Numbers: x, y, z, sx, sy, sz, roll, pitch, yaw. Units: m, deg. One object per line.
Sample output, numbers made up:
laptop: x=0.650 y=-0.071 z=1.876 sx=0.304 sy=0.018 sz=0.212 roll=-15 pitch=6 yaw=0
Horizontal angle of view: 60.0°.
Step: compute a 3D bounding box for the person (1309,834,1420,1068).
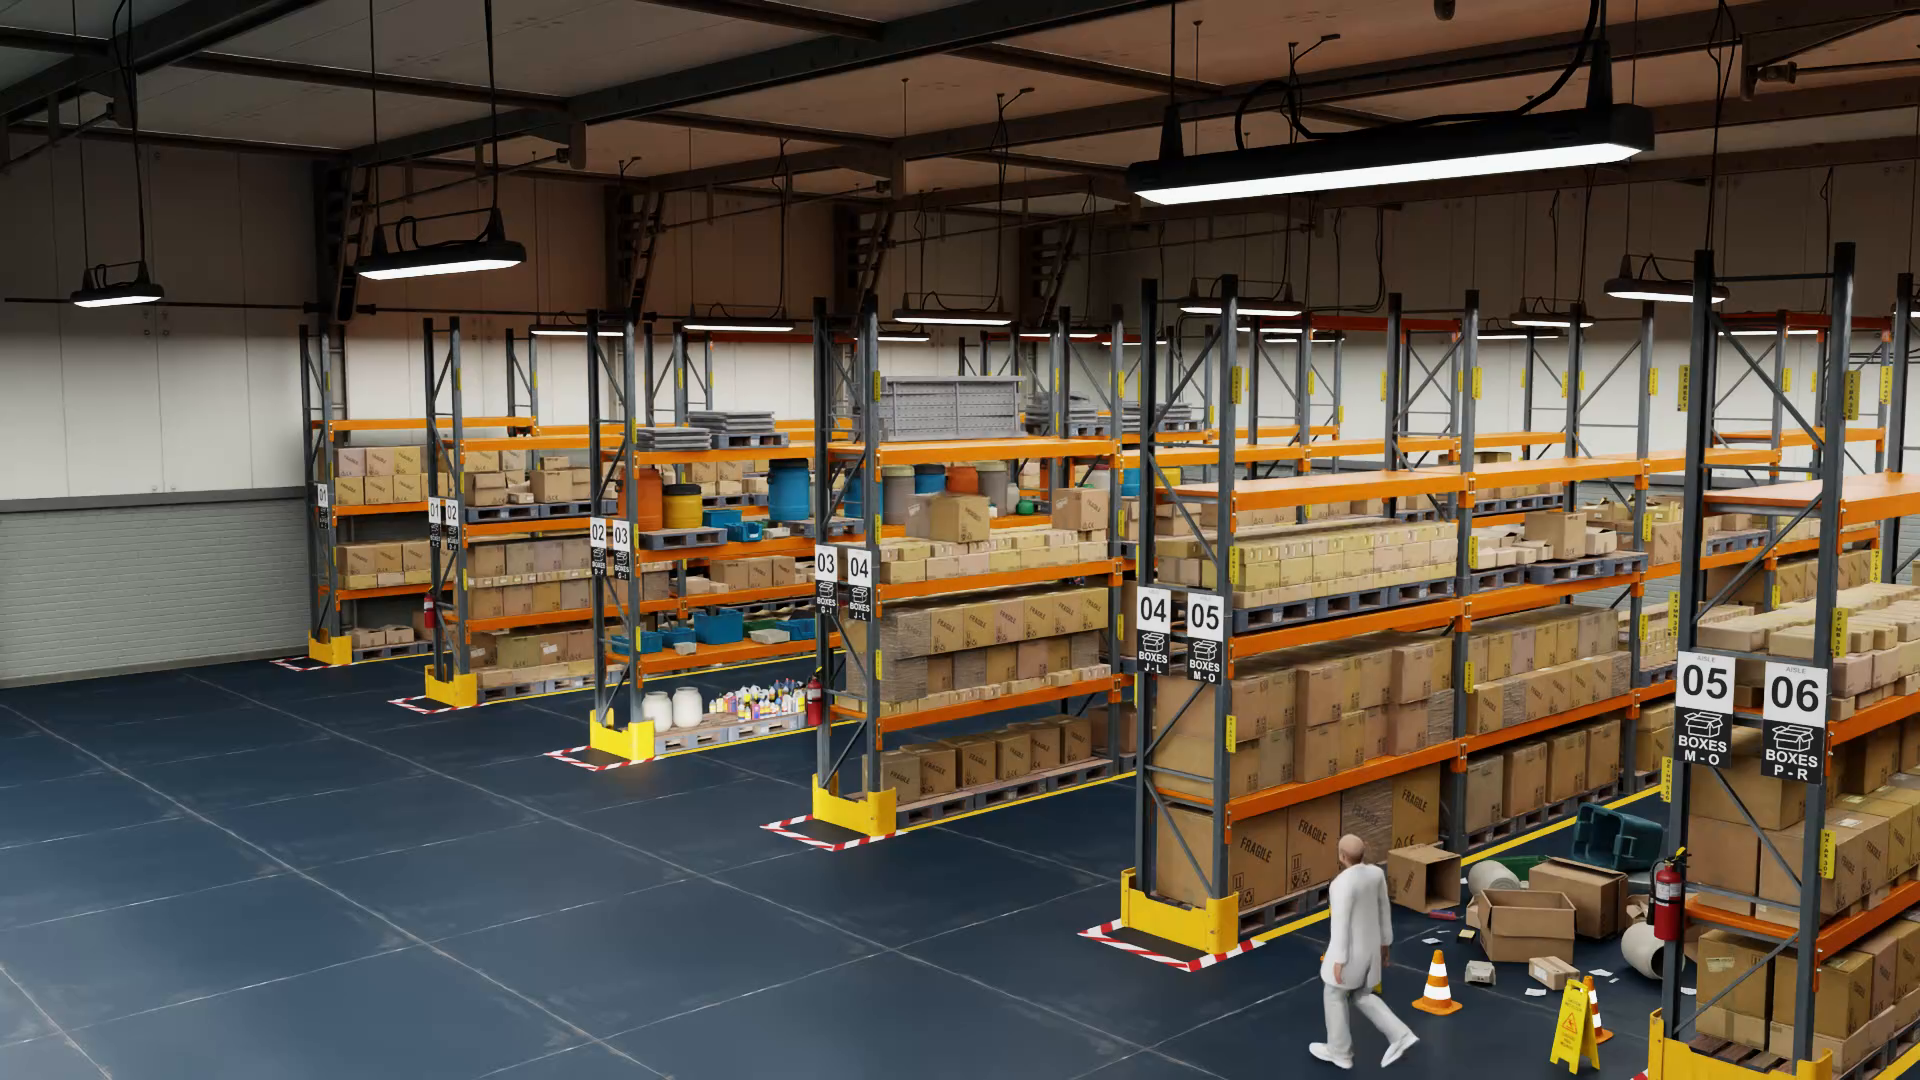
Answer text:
person: x=2.980 y=3.046 z=12.253 sx=0.594 sy=1.758 sz=0.839 roll=-5 pitch=7 yaw=-38
